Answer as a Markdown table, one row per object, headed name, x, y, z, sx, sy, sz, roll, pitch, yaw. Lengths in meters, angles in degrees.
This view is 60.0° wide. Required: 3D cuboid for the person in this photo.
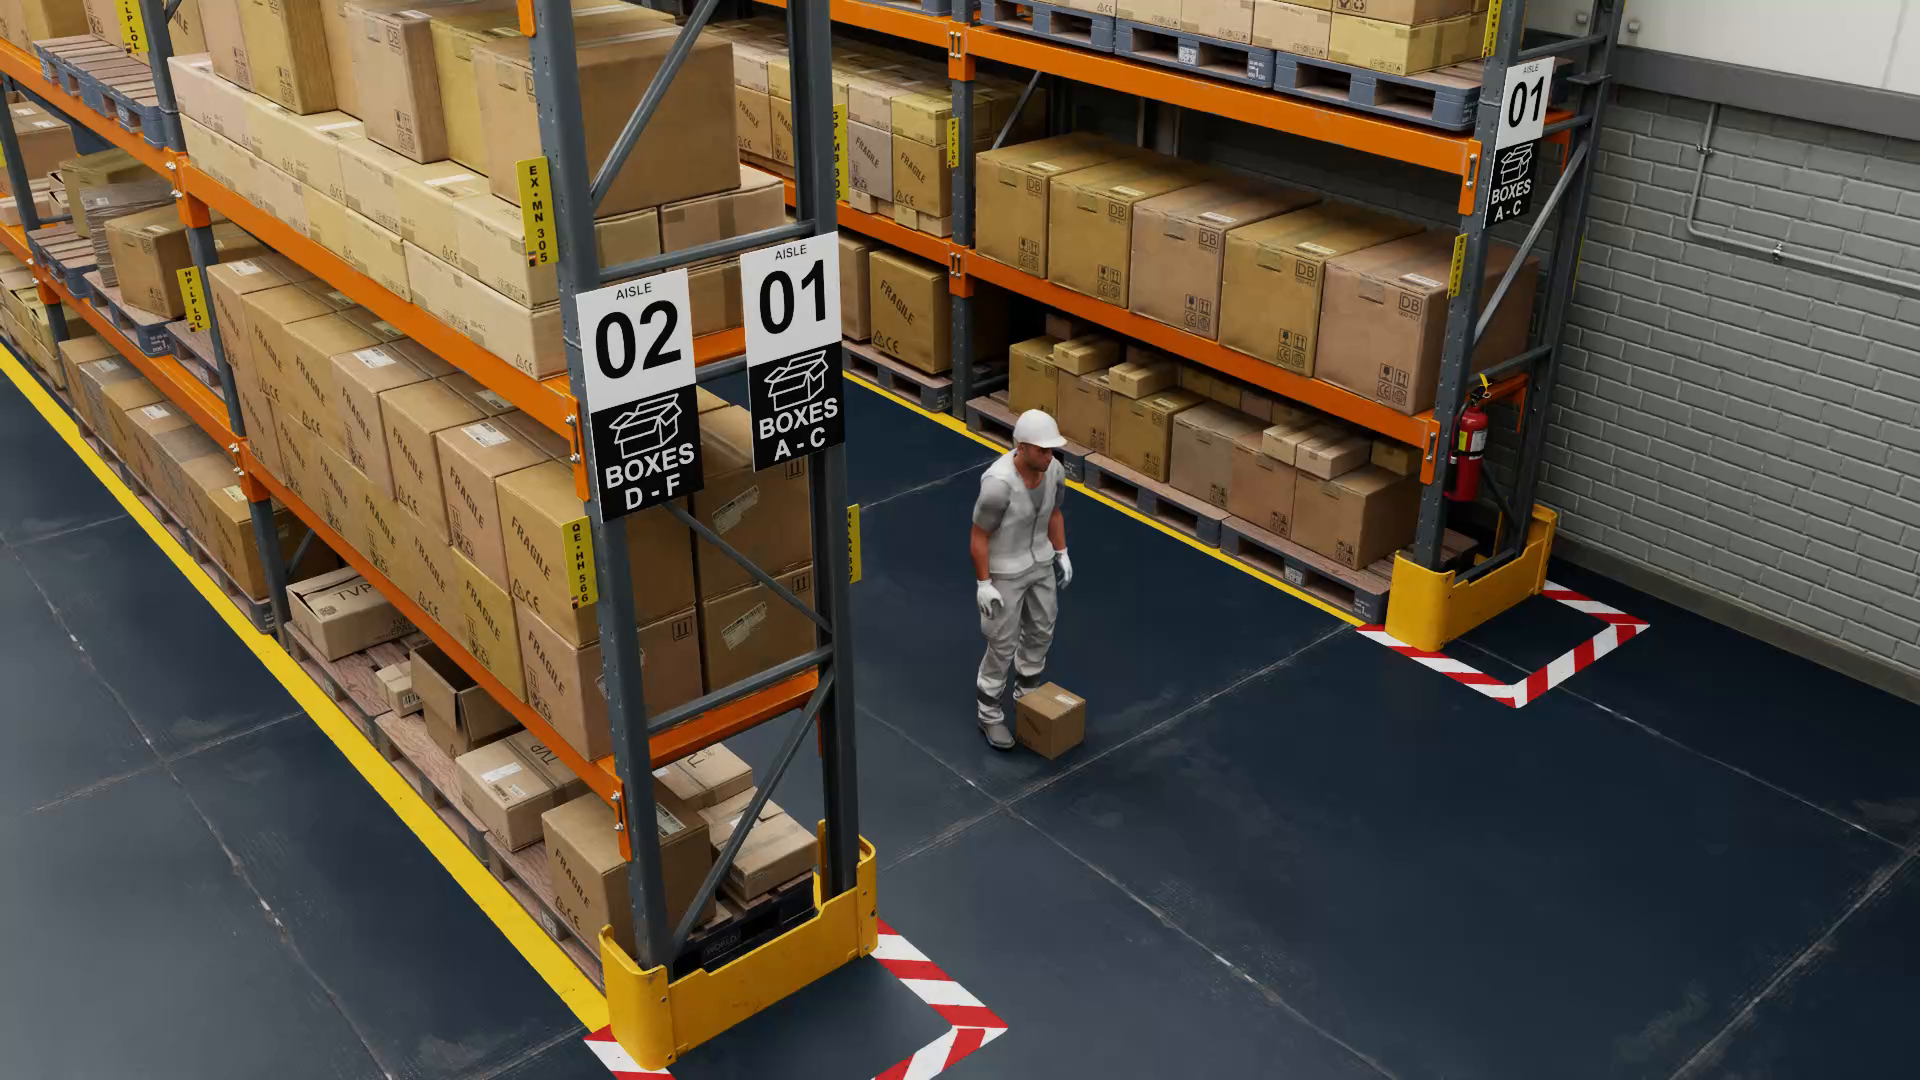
| name | x | y | z | sx | sy | sz | roll | pitch | yaw |
| --- | --- | --- | --- | --- | --- | --- | --- | --- | --- |
| person | 0.312 | 0.166 | 8.291 | 0.610 | 1.780 | 0.448 | -21 | 35 | -35 |
